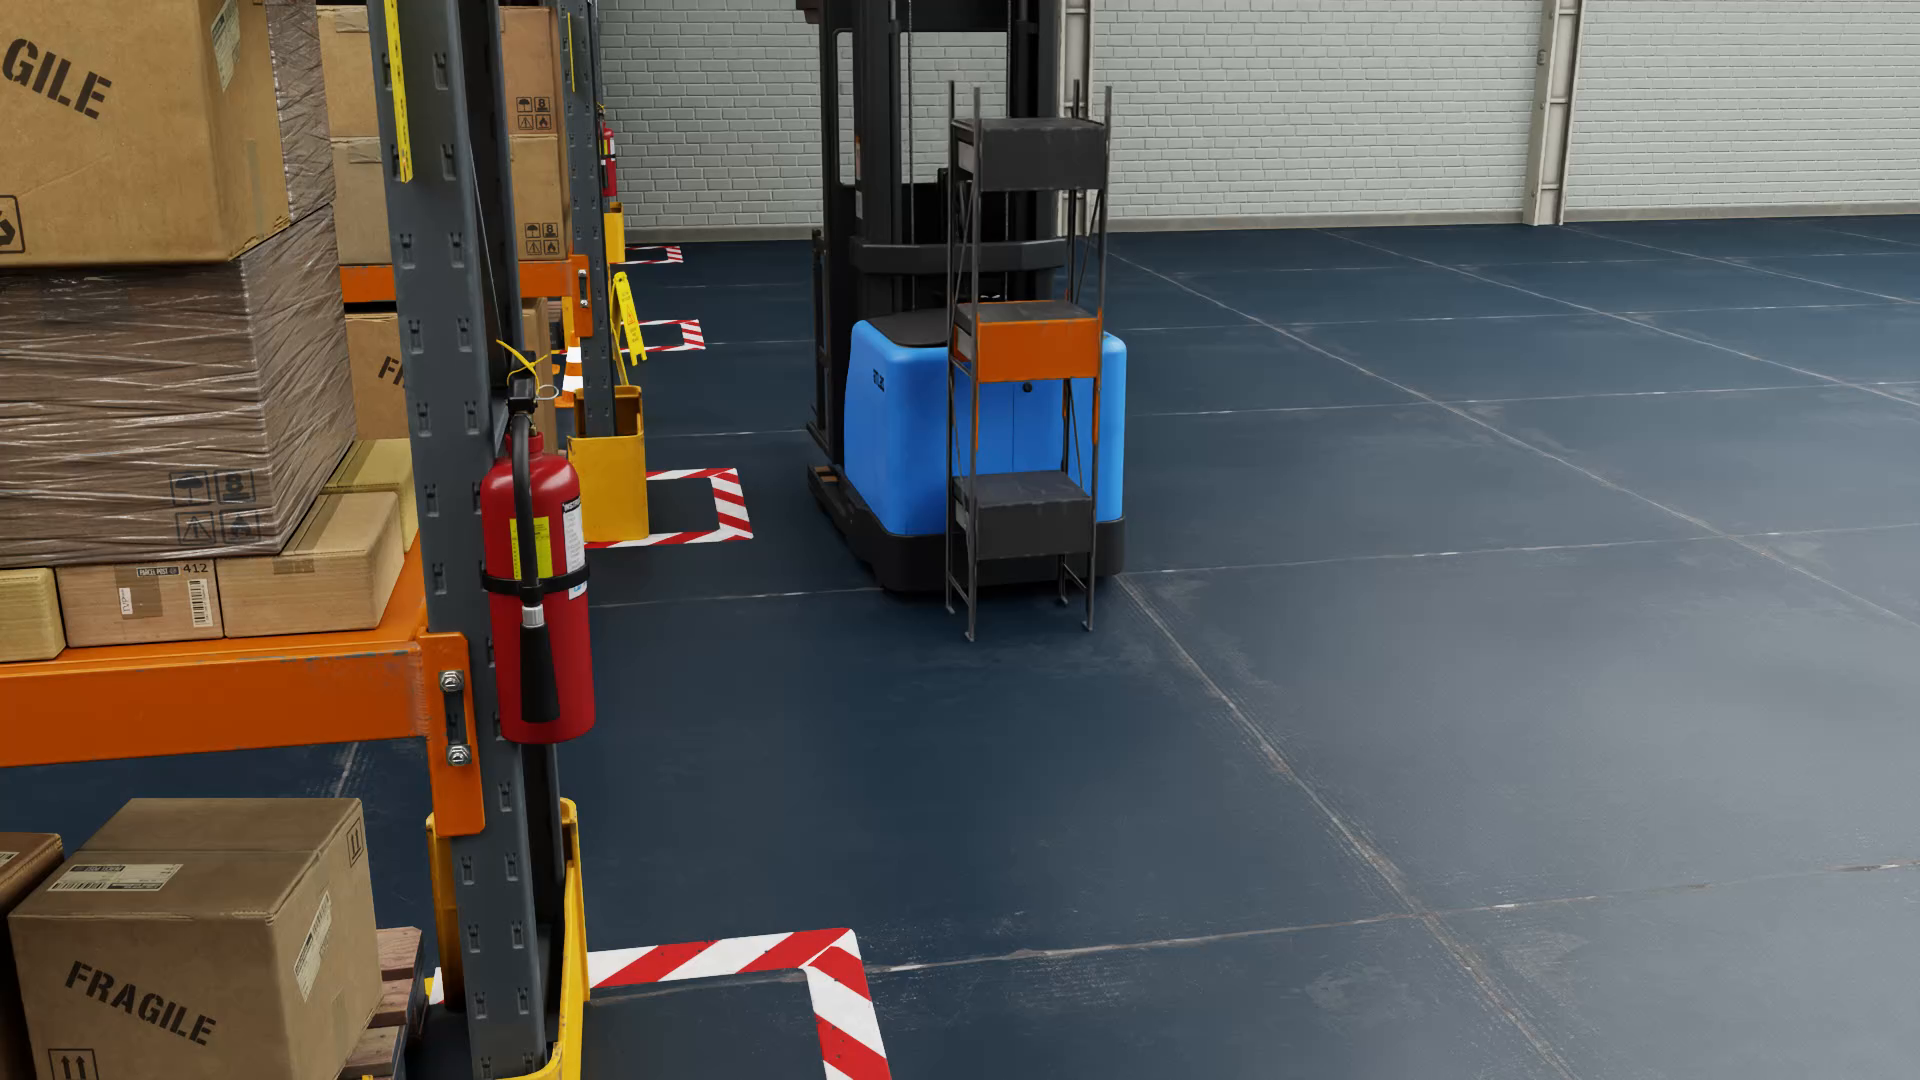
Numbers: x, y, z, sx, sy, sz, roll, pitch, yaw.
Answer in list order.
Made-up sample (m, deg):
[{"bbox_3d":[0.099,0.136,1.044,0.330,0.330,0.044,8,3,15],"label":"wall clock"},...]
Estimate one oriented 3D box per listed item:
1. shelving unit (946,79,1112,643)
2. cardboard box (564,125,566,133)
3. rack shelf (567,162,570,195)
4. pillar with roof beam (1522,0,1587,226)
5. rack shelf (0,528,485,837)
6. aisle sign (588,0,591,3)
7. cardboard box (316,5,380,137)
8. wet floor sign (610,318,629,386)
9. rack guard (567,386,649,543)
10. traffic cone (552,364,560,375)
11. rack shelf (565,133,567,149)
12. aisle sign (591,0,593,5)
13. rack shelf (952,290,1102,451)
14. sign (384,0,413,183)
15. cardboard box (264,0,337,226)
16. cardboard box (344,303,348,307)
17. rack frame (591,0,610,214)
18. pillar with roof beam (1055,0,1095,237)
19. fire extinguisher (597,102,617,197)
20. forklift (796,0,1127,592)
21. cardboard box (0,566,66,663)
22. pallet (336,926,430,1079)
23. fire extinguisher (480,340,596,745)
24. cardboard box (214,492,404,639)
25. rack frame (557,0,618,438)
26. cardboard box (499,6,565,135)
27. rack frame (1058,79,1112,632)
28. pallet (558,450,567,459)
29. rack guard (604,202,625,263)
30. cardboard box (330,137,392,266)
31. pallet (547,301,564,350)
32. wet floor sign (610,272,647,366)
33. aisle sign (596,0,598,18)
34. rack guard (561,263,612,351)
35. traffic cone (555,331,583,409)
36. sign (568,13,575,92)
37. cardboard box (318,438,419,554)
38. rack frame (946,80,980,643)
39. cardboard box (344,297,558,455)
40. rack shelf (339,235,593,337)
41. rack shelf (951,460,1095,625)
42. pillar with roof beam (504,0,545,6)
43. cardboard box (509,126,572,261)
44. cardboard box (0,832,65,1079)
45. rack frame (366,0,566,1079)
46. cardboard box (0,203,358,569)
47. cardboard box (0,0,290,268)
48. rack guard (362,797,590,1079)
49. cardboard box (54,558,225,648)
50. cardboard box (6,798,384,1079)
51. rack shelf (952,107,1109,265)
[{"bbox_3d":[0.243,-0.673,6.403,0.503,2.100,0.431,-4,20,-14],"label":"shelving unit"},{"bbox_3d":[-4.182,-4.390,16.825,0.500,0.500,0.500,-4,17,-12],"label":"cardboard box"},{"bbox_3d":[-4.768,-2.559,12.260,4.000,0.370,1.077,-3,17,-10],"label":"rack shelf"},{"bbox_3d":[7.995,-6.961,15.150,0.400,9.000,9.100,-3,17,-10],"label":"pillar with roof beam"},{"bbox_3d":[-2.888,0.298,2.959,4.000,0.370,1.077,-3,17,-10],"label":"rack shelf"},{"bbox_3d":[-1.639,-2.753,7.239,0.004,0.787,0.394,-3,17,-10],"label":"aisle sign"},{"bbox_3d":[-2.660,-2.114,7.492,0.550,0.550,0.875,-3,17,-10],"label":"cardboard box"},{"bbox_3d":[-2.113,-1.040,10.099,0.232,0.644,0.267,-6,18,-20],"label":"wet floor sign"},{"bbox_3d":[-1.742,-0.399,8.261,0.348,0.500,1.175,-3,17,-10],"label":"rack guard"},{"bbox_3d":[-2.981,-1.406,11.601,0.334,0.463,0.336,-3,17,-10],"label":"traffic cone"},{"bbox_3d":[-5.713,-3.990,16.918,4.000,0.370,1.077,-3,17,-10],"label":"rack shelf"},{"bbox_3d":[-1.753,-2.926,7.802,0.004,0.787,0.394,-3,17,-10],"label":"aisle sign"},{"bbox_3d":[0.243,-0.660,6.407,0.480,0.518,0.431,-4,20,-14],"label":"rack shelf"},{"bbox_3d":[-0.838,-0.701,2.475,0.005,0.325,0.100,-3,17,-10],"label":"sign"},{"bbox_3d":[-1.516,-0.873,3.167,0.500,0.500,0.500,-3,17,-10],"label":"cardboard box"},{"bbox_3d":[-3.282,-0.672,7.793,0.875,0.875,0.875,-4,17,-11],"label":"cardboard box"},{"bbox_3d":[-3.749,-4.445,17.175,0.127,3.000,1.000,-3,17,-10],"label":"rack frame"},{"bbox_3d":[2.104,-6.627,14.062,0.400,9.000,9.100,-3,17,-10],"label":"pillar with roof beam"},{"bbox_3d":[-2.604,-2.851,12.117,0.183,0.674,0.296,-3,17,-10],"label":"fire extinguisher"},{"bbox_3d":[-0.155,-1.579,7.961,1.130,2.935,3.031,-4,18,-14],"label":"forklift"},{"bbox_3d":[-1.646,0.080,2.869,0.250,0.149,0.380,-3,17,-10],"label":"cardboard box"},{"bbox_3d":[-1.803,1.215,3.497,1.213,0.211,1.003,-3,17,-10],"label":"pallet"},{"bbox_3d":[-0.724,0.006,2.816,0.183,0.674,0.296,-3,17,-10],"label":"fire extinguisher"},{"bbox_3d":[-1.165,0.038,3.007,0.250,0.149,0.380,-3,17,-10],"label":"cardboard box"},{"bbox_3d":[-1.766,-1.593,7.890,0.127,3.000,1.000,-3,17,-10],"label":"rack frame"},{"bbox_3d":[-2.137,-2.171,7.678,0.550,0.550,0.875,-3,17,-10],"label":"cardboard box"},{"bbox_3d":[0.479,-0.691,6.461,0.015,2.100,0.400,-4,20,-14],"label":"rack frame"},{"bbox_3d":[-2.536,-0.193,8.081,1.213,0.211,1.003,-3,17,-10],"label":"pallet"},{"bbox_3d":[-3.726,-3.252,17.547,0.348,0.500,1.175,-3,17,-10],"label":"rack guard"},{"bbox_3d":[-2.657,-1.594,7.638,0.550,0.550,0.875,-3,17,-10],"label":"cardboard box"},{"bbox_3d":[-3.683,-1.642,12.799,1.213,0.211,1.003,-3,17,-10],"label":"pallet"},{"bbox_3d":[-2.414,-1.591,11.893,0.232,0.644,0.267,3,17,9],"label":"wet floor sign"},{"bbox_3d":[-3.629,-5.607,16.530,0.004,0.787,0.394,-3,17,-10],"label":"aisle sign"},{"bbox_3d":[-2.878,-1.815,12.870,0.348,0.500,1.175,-3,17,-10],"label":"rack guard"},{"bbox_3d":[-2.437,-1.105,10.621,0.334,0.463,0.336,-3,17,-10],"label":"traffic cone"},{"bbox_3d":[-1.676,-2.103,7.173,0.005,0.325,0.100,-3,17,-10],"label":"sign"},{"bbox_3d":[-1.249,-0.090,3.425,0.250,0.149,0.380,-3,17,-10],"label":"cardboard box"},{"bbox_3d":[0.006,-0.655,6.344,0.015,2.100,0.400,-4,20,-14],"label":"rack frame"},{"bbox_3d":[-2.419,-0.721,7.955,0.875,0.875,0.875,-3,17,-10],"label":"cardboard box"},{"bbox_3d":[-3.729,-1.138,7.633,4.000,0.370,1.077,-3,17,-10],"label":"rack shelf"},{"bbox_3d":[0.237,0.002,6.634,0.480,0.518,0.431,-4,20,-14],"label":"rack shelf"},{"bbox_3d":[-3.787,-6.293,12.974,0.400,9.000,9.100,-3,17,-10],"label":"pillar with roof beam"},{"bbox_3d":[-2.121,-1.631,7.758,0.550,0.550,0.875,-3,17,-10],"label":"cardboard box"},{"bbox_3d":[-2.121,0.910,3.283,0.500,0.500,0.500,1,17,4],"label":"cardboard box"},{"bbox_3d":[-0.924,-0.158,3.216,0.127,3.000,1.000,-3,17,-10],"label":"rack frame"},{"bbox_3d":[-1.469,-0.325,3.084,0.500,0.500,0.875,-3,17,-10],"label":"cardboard box"},{"bbox_3d":[-1.417,-0.724,2.679,0.500,0.500,0.500,-3,17,-10],"label":"cardboard box"},{"bbox_3d":[-0.998,1.042,3.569,0.348,0.500,1.175,-3,17,-10],"label":"rack guard"},{"bbox_3d":[-1.410,0.052,2.963,0.250,0.149,0.380,-3,17,-10],"label":"cardboard box"},{"bbox_3d":[-1.540,0.867,3.424,0.500,0.500,0.500,0,17,0],"label":"cardboard box"},{"bbox_3d":[0.248,-1.323,6.180,0.480,0.518,0.431,-4,20,-14],"label":"rack shelf"}]
